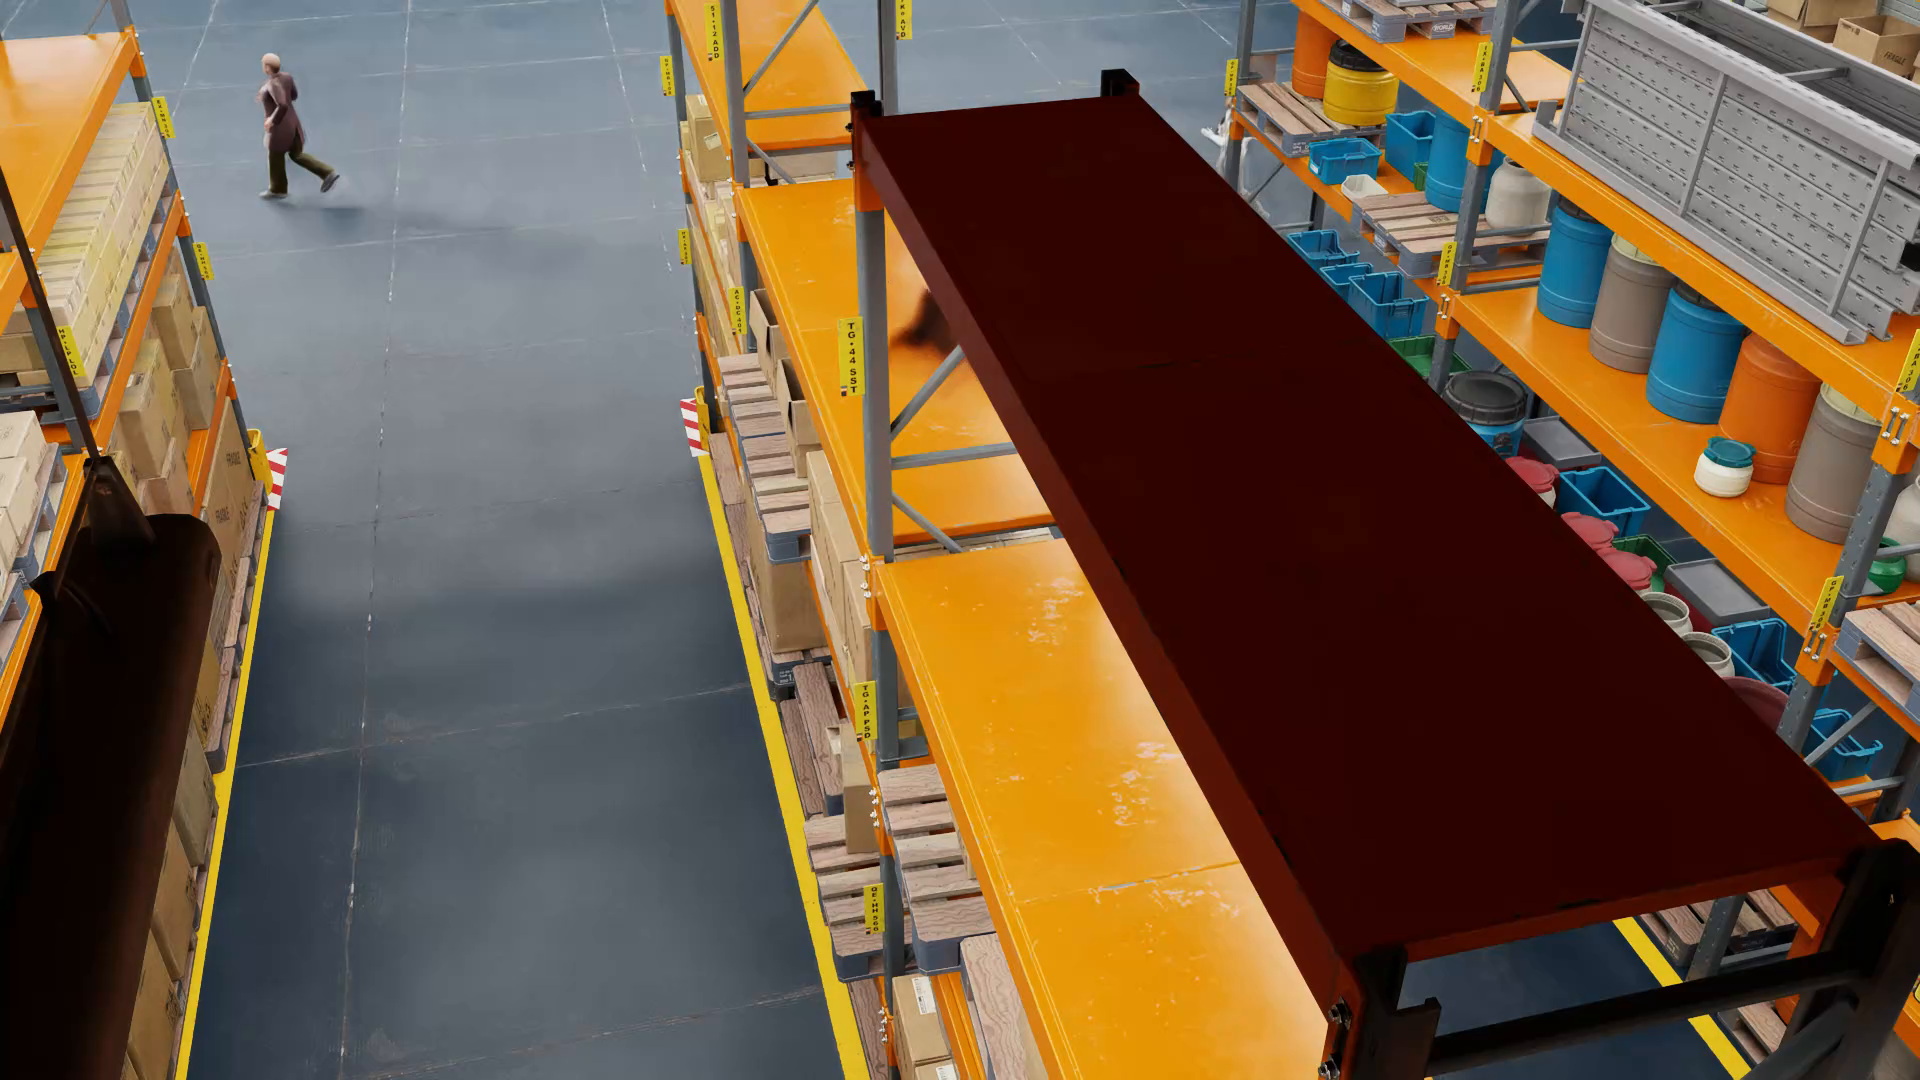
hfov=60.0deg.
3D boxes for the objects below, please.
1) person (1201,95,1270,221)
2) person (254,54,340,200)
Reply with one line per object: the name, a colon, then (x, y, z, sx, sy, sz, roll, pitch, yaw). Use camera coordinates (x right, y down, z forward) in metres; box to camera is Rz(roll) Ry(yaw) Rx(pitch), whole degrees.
person: (3.117, -4.329, 18.871, 0.927, 1.698, 0.600, 8, 35, 11)
person: (-7.935, -4.843, 19.559, 1.047, 1.768, 0.708, 5, 35, 8)
